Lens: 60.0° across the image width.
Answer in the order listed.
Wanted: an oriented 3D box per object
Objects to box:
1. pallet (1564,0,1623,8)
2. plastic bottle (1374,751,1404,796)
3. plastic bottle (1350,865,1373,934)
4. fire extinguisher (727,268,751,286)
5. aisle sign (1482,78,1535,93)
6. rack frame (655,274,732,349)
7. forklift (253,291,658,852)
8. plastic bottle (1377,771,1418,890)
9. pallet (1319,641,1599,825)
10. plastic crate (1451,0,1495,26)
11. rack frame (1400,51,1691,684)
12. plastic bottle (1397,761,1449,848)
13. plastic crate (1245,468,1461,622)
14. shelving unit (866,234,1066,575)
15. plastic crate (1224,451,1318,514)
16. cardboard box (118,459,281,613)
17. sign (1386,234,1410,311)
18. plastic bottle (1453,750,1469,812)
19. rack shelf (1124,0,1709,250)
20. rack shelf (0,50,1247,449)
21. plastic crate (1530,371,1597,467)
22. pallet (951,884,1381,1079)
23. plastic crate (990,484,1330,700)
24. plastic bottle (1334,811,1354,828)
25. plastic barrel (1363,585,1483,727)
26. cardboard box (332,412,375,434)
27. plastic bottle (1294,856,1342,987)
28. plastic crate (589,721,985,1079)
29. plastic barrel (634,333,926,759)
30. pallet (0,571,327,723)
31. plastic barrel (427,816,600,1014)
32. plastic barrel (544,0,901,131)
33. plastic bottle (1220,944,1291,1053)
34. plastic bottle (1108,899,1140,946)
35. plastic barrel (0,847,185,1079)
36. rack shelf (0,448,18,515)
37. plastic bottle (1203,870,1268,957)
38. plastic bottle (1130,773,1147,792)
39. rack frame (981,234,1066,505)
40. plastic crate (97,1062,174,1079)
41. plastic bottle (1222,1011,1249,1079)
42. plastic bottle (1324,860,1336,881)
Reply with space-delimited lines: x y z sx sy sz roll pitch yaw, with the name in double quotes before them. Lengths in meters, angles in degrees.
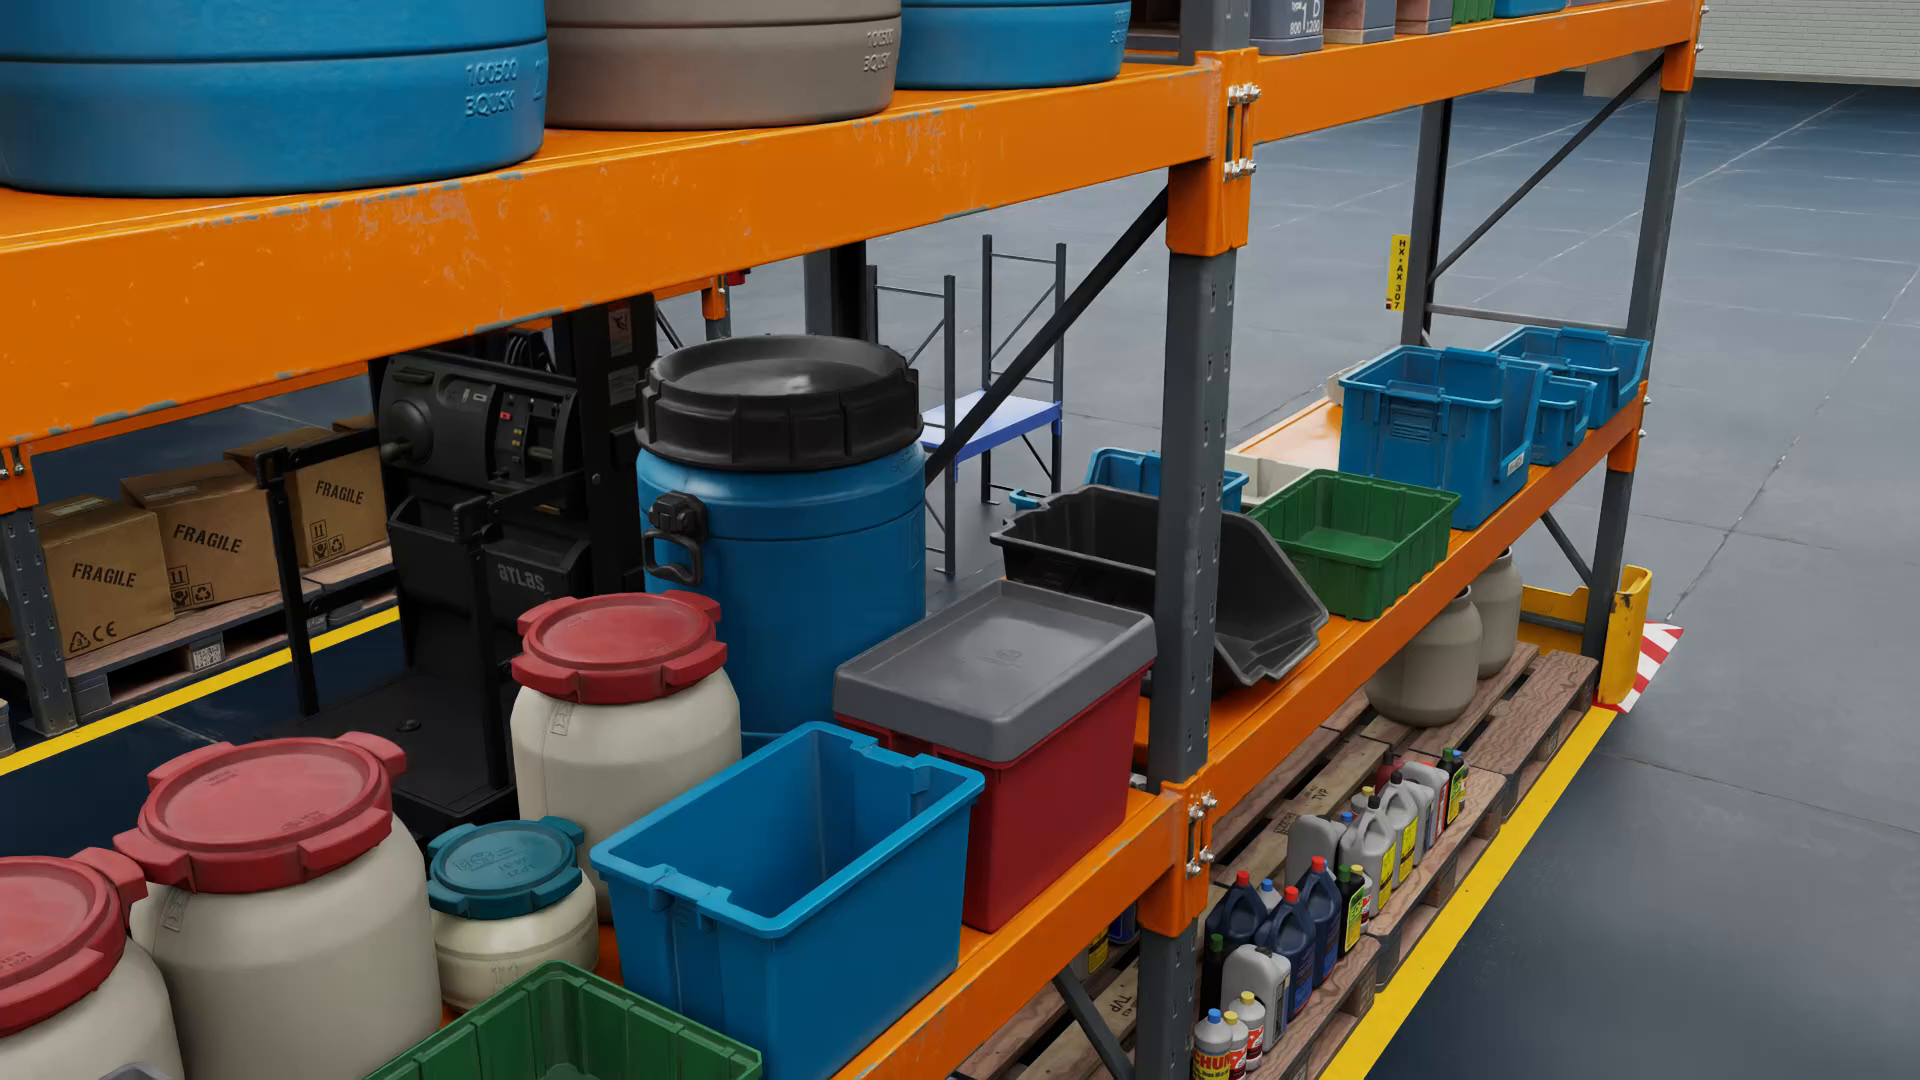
"pallet" 1.797 -2.007 5.816 1.003 0.211 1.213 13 24 32
"plastic bottle" 1.421 0.819 5.508 0.061 0.283 0.133 13 24 32
"plastic bottle" 1.176 1.065 4.961 0.097 0.201 0.097 0 20 0
"fire extinguisher" -1.307 -1.780 9.365 0.296 0.674 0.183 13 24 32
"aisle sign" 2.142 -2.204 6.653 0.394 0.787 0.004 13 24 32
"rack frame" -1.753 -1.873 9.505 1.000 3.000 0.127 13 24 32
"forklift" -1.796 -0.390 5.594 1.130 2.935 3.031 13 24 31
"plastic bottle" 1.341 0.896 5.202 0.144 0.351 0.185 14 25 34
"pallet" 1.878 0.664 6.667 1.003 0.211 1.213 13 24 32
"plastic crate" 1.207 -1.467 4.388 0.336 0.188 0.450 13 24 32
"rack frame" 2.343 -0.907 6.894 1.000 3.000 0.127 13 24 32
"plastic bottle" 1.509 0.843 5.453 0.152 0.276 0.135 13 24 32
"plastic crate" 1.091 0.005 4.732 0.450 0.188 0.662 13 24 32
"shelving unit" 0.048 -0.728 8.571 0.538 1.500 1.048 13 24 32
"plastic crate" 0.798 -0.151 5.230 0.530 0.136 0.437 13 24 32
"cardboard box" -3.428 -0.023 7.501 0.500 0.500 0.500 -15 25 -35
"sign" 1.891 -1.146 7.139 0.100 0.325 0.005 13 24 32
"plastic bottle" 1.674 0.811 5.647 0.097 0.201 0.097 0 20 0
"rack shelf" 1.219 -1.403 4.947 1.077 0.370 4.000 13 24 32
"rack shelf" -1.029 -0.255 1.844 1.077 0.370 4.000 13 24 32
"plastic crate" 1.940 -0.450 5.873 0.499 0.251 0.408 13 24 32
"pallet" 0.507 1.364 4.774 1.003 0.211 1.213 13 24 32
"plastic crate" 0.494 0.144 4.141 0.767 0.338 0.504 13 24 32
"plastic bottle" 1.217 0.955 5.258 0.097 0.201 0.097 0 20 0
"plastic barrel" 1.755 0.410 6.313 0.421 0.512 0.421 0 20 0
"cardboard box" -2.793 -0.368 8.433 0.500 0.500 0.500 16 26 37
"plastic bottle" 0.998 1.072 4.728 0.144 0.351 0.185 12 24 30
"plastic crate" -0.268 0.625 2.774 0.392 0.384 0.575 13 24 32
"plastic barrel" -0.373 0.057 3.564 0.600 0.901 0.708 13 24 32
"pallet" -3.653 0.383 7.426 1.003 0.211 1.213 13 24 32
"plastic barrel" -0.776 0.655 2.869 0.301 0.262 0.301 0 20 0
"plastic barrel" -0.379 -1.026 2.168 0.600 0.901 0.600 0 20 0
"plastic bottle" 0.796 1.208 4.469 0.152 0.276 0.135 14 25 34
"plastic bottle" 0.463 1.037 4.929 0.152 0.276 0.135 13 24 32
"plastic barrel" -1.280 0.743 2.236 0.433 0.535 0.433 0 20 0
"rack shelf" -5.126 0.186 4.976 1.077 0.370 4.000 13 24 32
"plastic bottle" 0.773 1.098 4.658 0.144 0.351 0.185 13 24 32
"plastic bottle" 0.603 0.877 5.362 0.152 0.276 0.135 14 24 33
"rack frame" 0.334 -0.874 8.965 0.500 1.500 0.032 13 24 32
"plastic crate" -0.992 0.954 1.770 0.402 0.464 0.583 13 24 32
"plastic bottle" 0.694 1.311 4.295 0.097 0.201 0.097 0 20 0
"plastic bottle" 1.050 1.059 4.876 0.097 0.271 0.097 0 20 0
